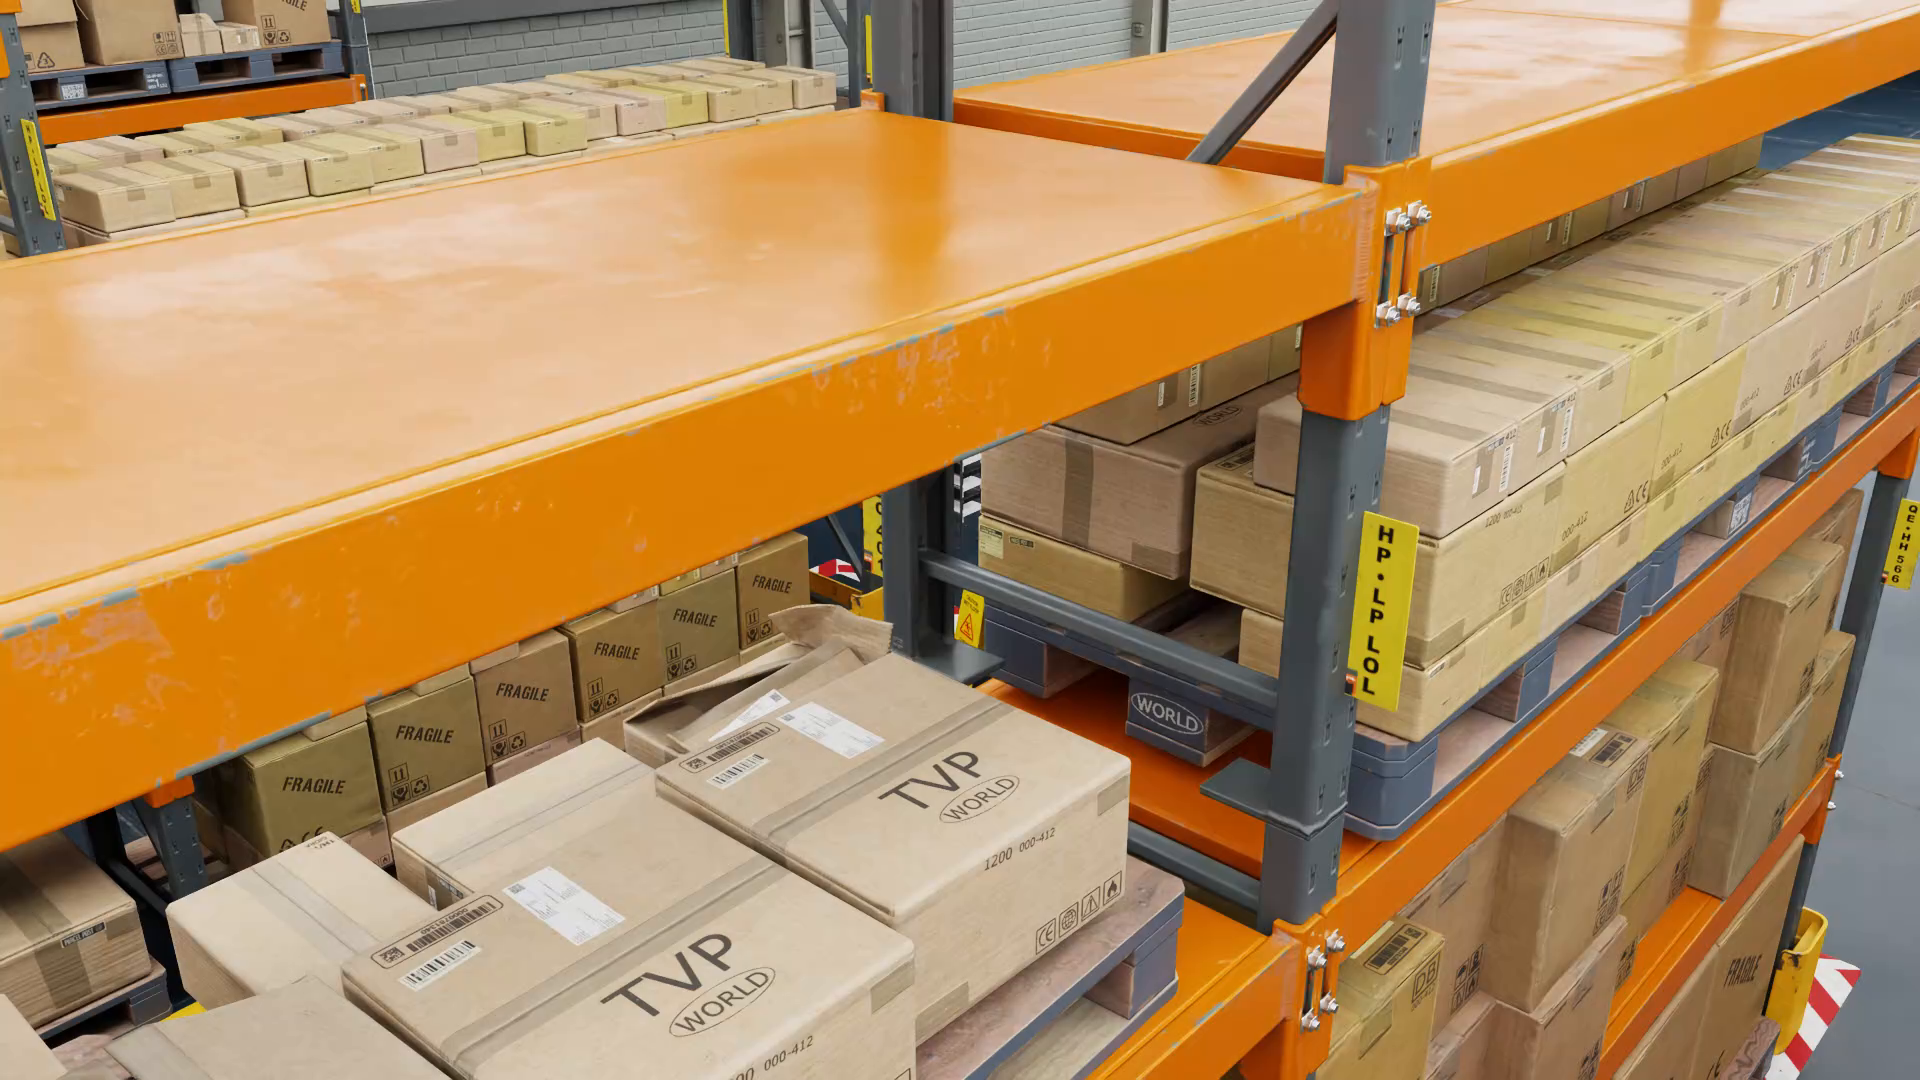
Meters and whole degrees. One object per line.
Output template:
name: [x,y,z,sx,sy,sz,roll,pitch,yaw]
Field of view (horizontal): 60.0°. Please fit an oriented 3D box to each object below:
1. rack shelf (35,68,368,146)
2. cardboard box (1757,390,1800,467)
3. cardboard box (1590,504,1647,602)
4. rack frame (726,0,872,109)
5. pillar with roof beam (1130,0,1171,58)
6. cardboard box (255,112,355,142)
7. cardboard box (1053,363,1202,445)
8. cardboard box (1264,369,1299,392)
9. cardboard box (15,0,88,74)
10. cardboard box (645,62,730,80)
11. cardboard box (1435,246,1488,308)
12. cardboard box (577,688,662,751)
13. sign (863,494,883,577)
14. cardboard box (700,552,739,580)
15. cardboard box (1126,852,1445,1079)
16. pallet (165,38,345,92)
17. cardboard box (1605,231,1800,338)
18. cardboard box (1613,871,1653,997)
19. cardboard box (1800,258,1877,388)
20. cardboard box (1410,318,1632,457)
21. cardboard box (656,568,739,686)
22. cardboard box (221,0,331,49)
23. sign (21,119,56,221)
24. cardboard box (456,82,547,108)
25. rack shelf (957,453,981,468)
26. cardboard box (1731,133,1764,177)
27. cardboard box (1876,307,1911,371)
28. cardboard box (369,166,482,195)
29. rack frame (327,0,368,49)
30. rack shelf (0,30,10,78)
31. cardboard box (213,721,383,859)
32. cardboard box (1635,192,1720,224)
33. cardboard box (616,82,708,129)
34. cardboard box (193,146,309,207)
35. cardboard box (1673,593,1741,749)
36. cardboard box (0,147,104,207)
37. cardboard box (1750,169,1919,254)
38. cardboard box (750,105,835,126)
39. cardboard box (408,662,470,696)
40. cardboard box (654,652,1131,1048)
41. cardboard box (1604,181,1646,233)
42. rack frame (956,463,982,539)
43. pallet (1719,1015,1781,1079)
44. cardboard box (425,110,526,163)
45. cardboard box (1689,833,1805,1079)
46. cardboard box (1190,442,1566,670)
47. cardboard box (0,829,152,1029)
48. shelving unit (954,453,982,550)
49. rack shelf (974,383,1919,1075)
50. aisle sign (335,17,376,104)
rack shelf: [-5.863,-2.607,10.610,1.077,0.370,4.000,20,31,38]
cardboard box: [1.937,-0.333,4.332,0.380,0.149,0.250,21,31,38]
cardboard box: [1.258,-0.022,3.639,0.380,0.149,0.250,20,31,37]
rack frame: [-0.829,-3.559,8.188,1.000,3.000,0.127,20,31,38]
pillar with roof beam: [5.551,-7.427,16.816,9.100,9.000,0.400,20,31,38]
cardboard box: [-2.766,-1.698,7.037,0.380,0.149,0.250,19,31,37]
cardboard box: [0.262,-0.335,3.362,0.380,0.149,0.250,20,31,37]
cardboard box: [0.730,-0.329,3.835,0.500,0.250,0.500,20,31,37]
cardboard box: [-5.819,-3.175,10.236,0.797,0.503,0.637,21,32,39]
cardboard box: [-1.374,-2.305,8.392,0.380,0.149,0.250,20,31,37]
cardboard box: [1.105,-0.720,4.219,0.380,0.149,0.250,20,31,37]
cardboard box: [-1.865,0.878,8.473,0.500,0.250,0.500,19,30,36]
sign: [-0.159,-0.074,3.353,0.100,0.325,0.005,20,31,38]
cardboard box: [-1.364,0.049,8.612,0.380,0.149,0.250,21,32,39]
cardboard box: [0.527,1.054,3.730,0.875,0.550,0.550,20,31,38]
pallet: [-5.019,-3.296,11.375,1.003,0.211,1.213,20,31,38]
cardboard box: [1.767,-0.619,3.994,0.380,0.149,0.250,20,31,37]
cardboard box: [1.570,1.039,5.083,0.875,0.550,0.500,20,31,38]
cardboard box: [2.136,-0.643,4.536,0.500,0.250,0.500,20,31,37]
cardboard box: [1.090,-0.310,3.306,0.380,0.149,0.250,20,31,37]
cardboard box: [-1.515,0.375,8.679,0.500,0.500,0.500,22,32,39]
cardboard box: [-4.642,-3.626,11.246,0.500,0.500,0.500,21,32,39]
sign: [-3.083,-1.236,5.562,0.100,0.325,0.005,20,31,38]
cardboard box: [-2.139,-2.031,7.780,0.380,0.149,0.250,21,32,39]
rack shelf: [-0.005,-0.542,11.000,0.258,0.077,0.200,20,31,38]
cardboard box: [2.465,-1.341,5.605,0.380,0.149,0.250,21,31,38]
cardboard box: [2.616,-0.643,5.023,0.380,0.149,0.250,21,31,38]
cardboard box: [-2.320,-1.407,6.874,0.500,0.250,0.500,20,31,38]
rack frame: [-4.528,-4.913,11.208,1.000,3.000,0.127,20,31,38]
rack shelf: [-4.833,-1.220,4.340,1.077,0.370,4.000,20,31,38]
cardboard box: [-2.904,1.012,7.257,0.500,0.500,0.500,22,32,40]
cardboard box: [2.074,-0.942,5.202,0.500,0.250,0.500,20,31,37]
cardboard box: [-1.400,-2.041,7.803,0.380,0.149,0.250,20,31,38]
cardboard box: [-2.710,-1.393,6.355,0.380,0.149,0.250,19,30,36]
cardboard box: [1.875,0.367,5.262,0.875,0.550,0.550,20,31,38]
cardboard box: [-3.450,-1.377,6.320,0.380,0.149,0.250,21,32,39]
cardboard box: [2.442,-0.927,4.682,0.380,0.149,0.250,21,31,38]
cardboard box: [-0.970,-2.028,8.260,0.500,0.250,0.500,20,31,37]
cardboard box: [-2.434,0.538,7.523,0.380,0.149,0.250,22,32,39]
cardboard box: [-0.097,0.440,2.485,0.500,0.250,0.500,21,31,38]
cardboard box: [1.786,-1.031,4.914,0.380,0.149,0.250,19,31,37]
rack frame: [0.062,-0.439,11.129,0.240,0.900,0.006,20,31,38]
pallet: [2.449,2.037,6.449,1.003,0.211,1.213,20,31,38]
cardboard box: [-2.069,-1.724,7.094,0.380,0.149,0.250,21,32,39]
cardboard box: [2.521,1.502,6.317,0.875,0.875,0.875,20,31,38]
cardboard box: [0.790,-0.027,3.163,0.500,0.250,0.500,20,31,38]
cardboard box: [-3.847,1.565,6.791,0.950,0.372,0.625,21,31,38]
shelving unit: [-0.005,-0.408,11.060,0.258,0.900,0.210,20,31,38]
rack shelf: [1.590,0.068,4.644,1.077,0.370,4.000,20,31,38]
aisle sign: [-4.265,-3.302,11.770,0.394,0.787,0.004,20,31,38]
